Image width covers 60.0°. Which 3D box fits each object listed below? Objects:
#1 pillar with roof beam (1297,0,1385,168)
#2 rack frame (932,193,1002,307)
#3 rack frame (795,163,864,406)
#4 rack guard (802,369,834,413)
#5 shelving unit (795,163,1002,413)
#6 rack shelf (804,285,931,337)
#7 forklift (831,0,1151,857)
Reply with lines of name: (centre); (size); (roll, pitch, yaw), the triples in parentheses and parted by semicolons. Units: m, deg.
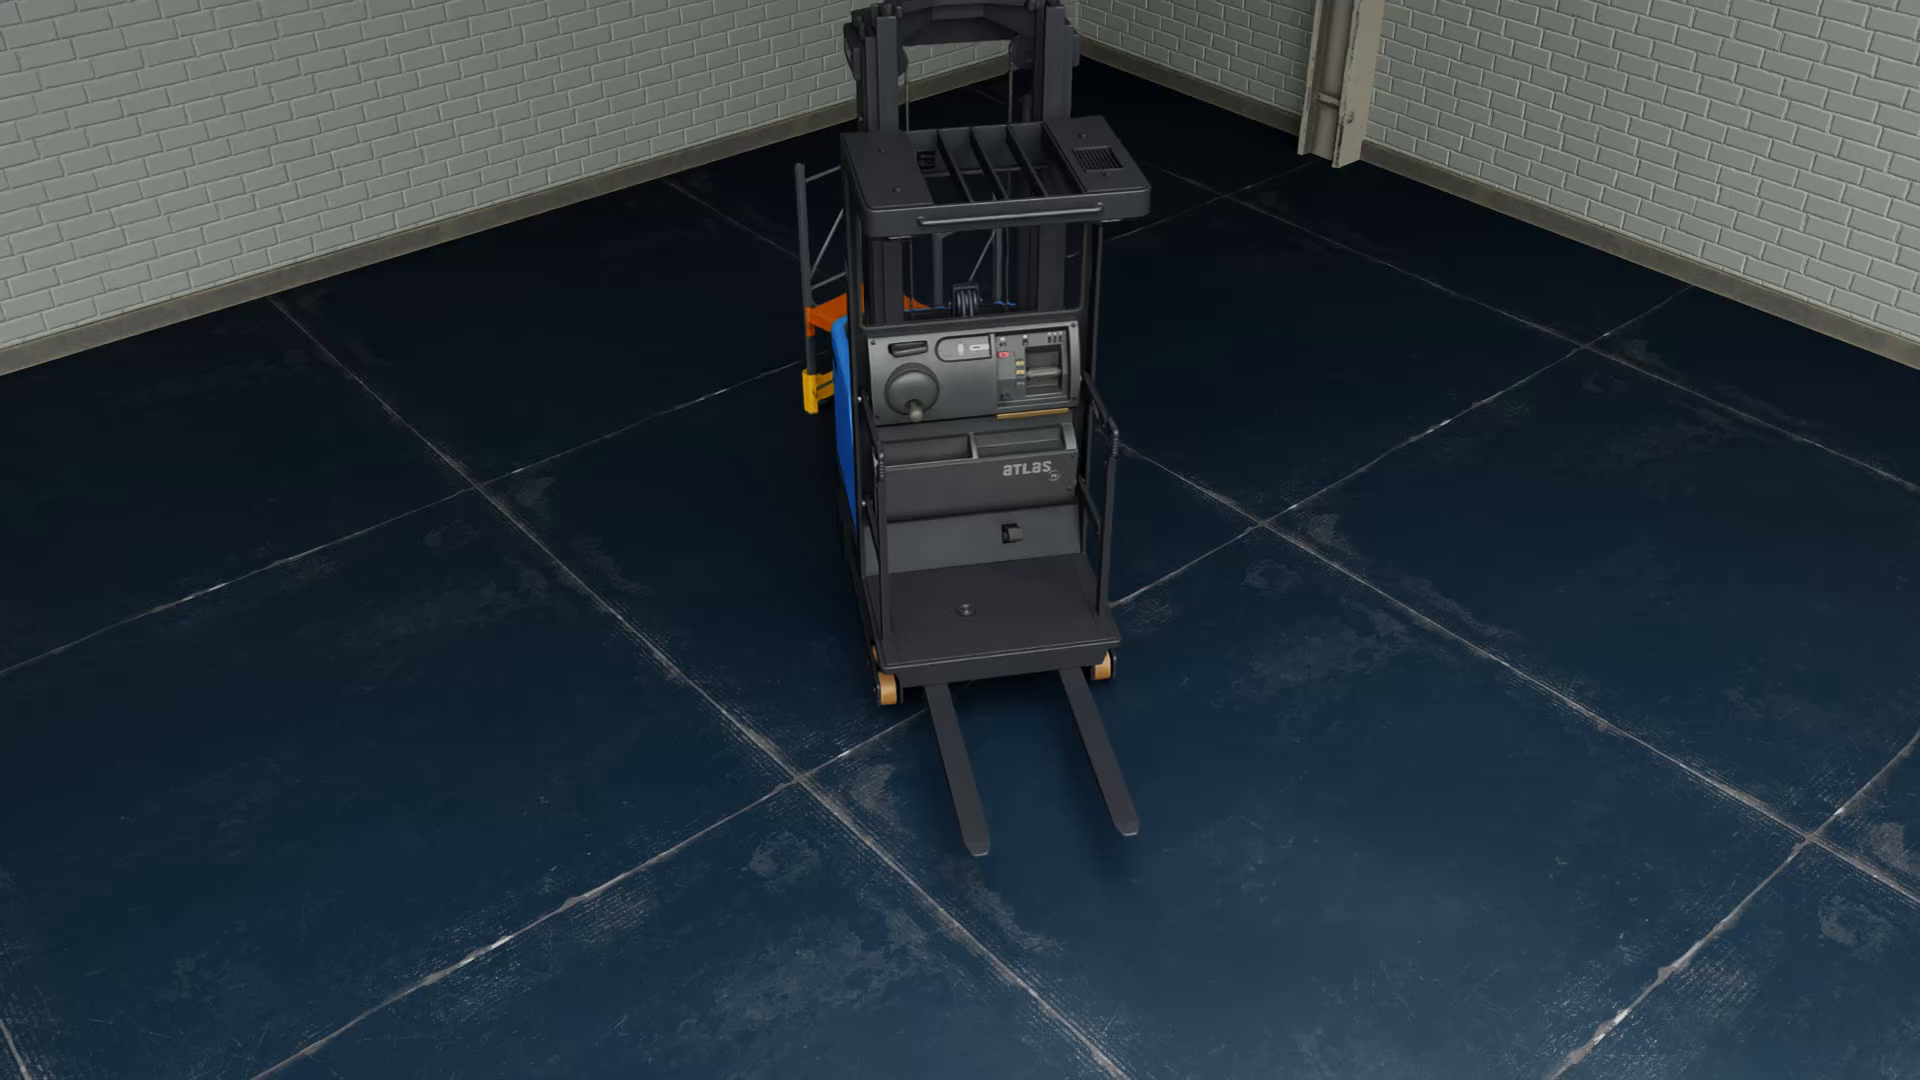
pillar with roof beam: (-0.437, -5.036, 7.975); (9.100, 9.000, 0.400); (-26, 43, -32)
rack frame: (0.039, -1.092, 8.895); (0.032, 1.500, 0.500); (28, 44, 34)
rack frame: (-0.703, -1.493, 9.462); (0.032, 1.500, 0.500); (28, 44, 34)
rack guard: (-0.689, -0.976, 9.812); (0.087, 0.250, 0.587); (28, 44, 34)
shelving unit: (-0.325, -1.289, 9.173); (1.083, 1.500, 0.587); (28, 44, 34)
rack shelf: (-0.332, -1.146, 9.282); (1.000, 0.185, 0.538); (28, 44, 34)
forklift: (0.106, -0.671, 7.062); (1.130, 2.935, 3.031); (-6, 36, -8)
